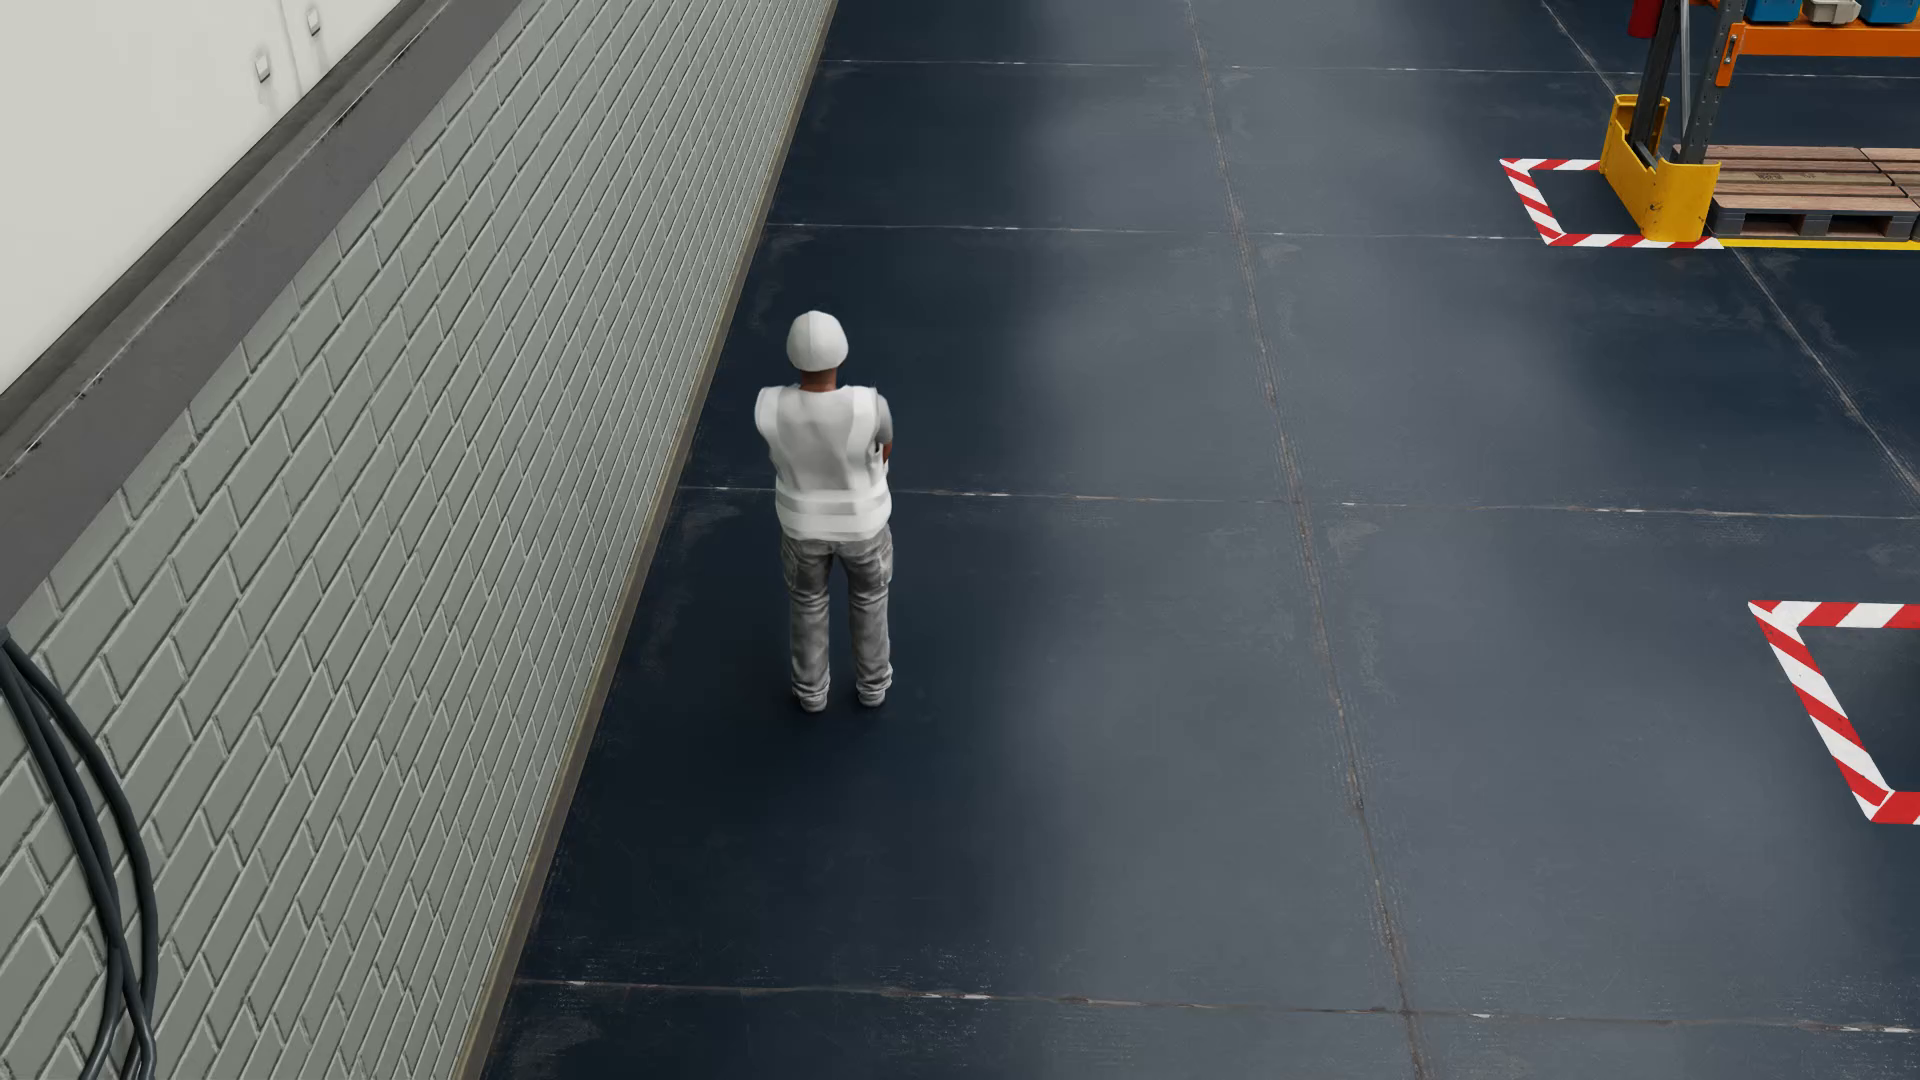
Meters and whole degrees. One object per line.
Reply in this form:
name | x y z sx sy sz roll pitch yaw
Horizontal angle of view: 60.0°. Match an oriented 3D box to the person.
person | -0.480 -0.140 6.330 0.488 1.778 0.583 2 35 3
